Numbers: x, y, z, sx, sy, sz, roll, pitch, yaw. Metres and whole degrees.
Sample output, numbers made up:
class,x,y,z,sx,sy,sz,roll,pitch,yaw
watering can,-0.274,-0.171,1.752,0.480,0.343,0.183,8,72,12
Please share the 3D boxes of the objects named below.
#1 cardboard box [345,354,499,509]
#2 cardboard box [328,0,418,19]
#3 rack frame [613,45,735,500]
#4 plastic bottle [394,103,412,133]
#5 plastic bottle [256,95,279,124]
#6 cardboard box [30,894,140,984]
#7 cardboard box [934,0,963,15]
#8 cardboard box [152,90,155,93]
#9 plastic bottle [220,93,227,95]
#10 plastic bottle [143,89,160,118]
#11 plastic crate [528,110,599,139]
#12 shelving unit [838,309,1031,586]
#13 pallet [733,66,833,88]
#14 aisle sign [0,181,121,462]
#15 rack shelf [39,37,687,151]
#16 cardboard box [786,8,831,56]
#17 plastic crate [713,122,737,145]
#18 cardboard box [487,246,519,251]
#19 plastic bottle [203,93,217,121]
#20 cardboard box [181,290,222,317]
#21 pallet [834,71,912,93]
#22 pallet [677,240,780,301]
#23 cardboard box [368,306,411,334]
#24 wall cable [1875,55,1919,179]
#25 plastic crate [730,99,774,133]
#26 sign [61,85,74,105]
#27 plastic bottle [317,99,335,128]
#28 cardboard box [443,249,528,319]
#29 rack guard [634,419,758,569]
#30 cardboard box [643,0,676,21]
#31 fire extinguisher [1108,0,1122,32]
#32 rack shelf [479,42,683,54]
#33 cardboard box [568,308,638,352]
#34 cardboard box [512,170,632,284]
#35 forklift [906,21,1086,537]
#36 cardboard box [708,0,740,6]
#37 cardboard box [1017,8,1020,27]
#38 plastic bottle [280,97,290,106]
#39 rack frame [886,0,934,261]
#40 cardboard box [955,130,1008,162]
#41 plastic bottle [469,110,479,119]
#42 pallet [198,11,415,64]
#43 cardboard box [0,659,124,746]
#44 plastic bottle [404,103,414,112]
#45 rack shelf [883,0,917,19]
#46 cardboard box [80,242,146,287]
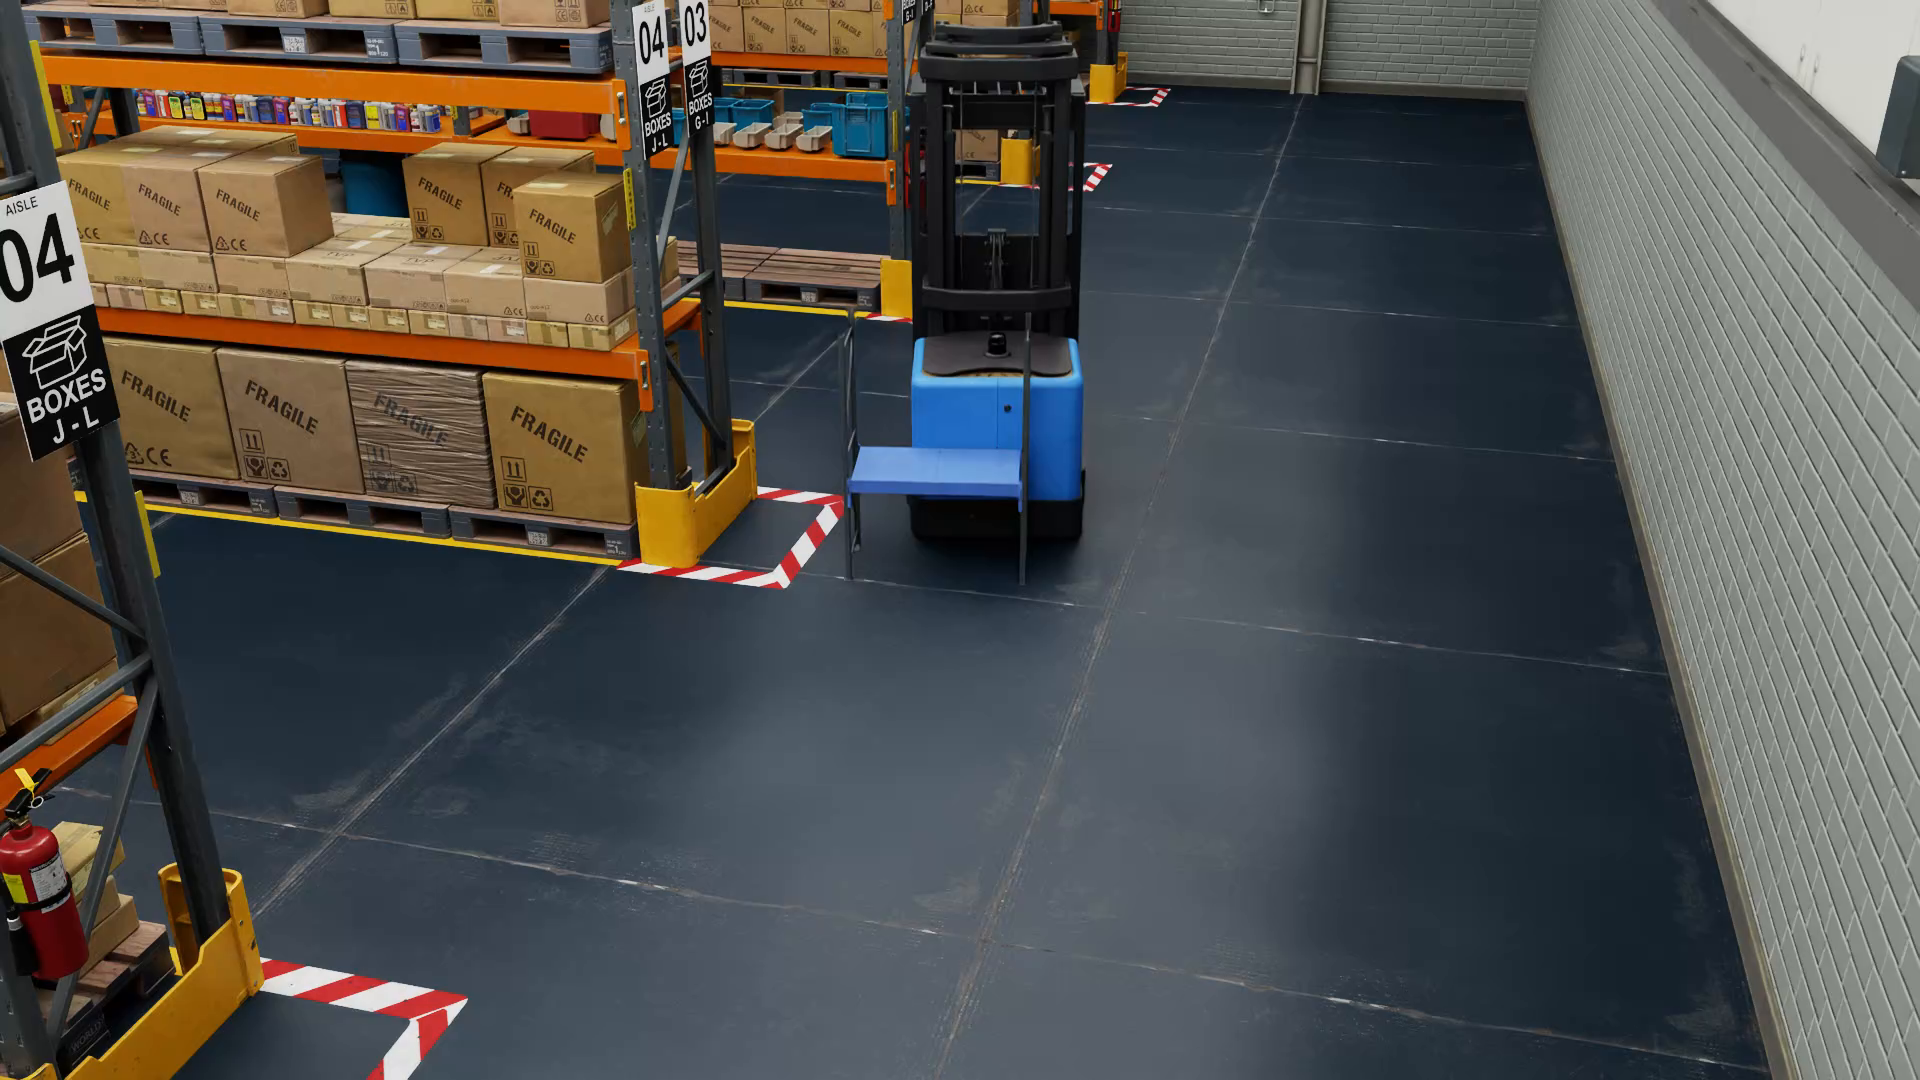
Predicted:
class,x,y,z,sx,sy,sz,roll,pitch,yaw
cardboard box,-3.162,-0.805,10.435,0.875,0.875,0.875,6,26,13
cardboard box,-3.185,-3.255,9.388,0.500,0.500,0.700,5,26,9
rack frame,-1.641,-1.442,9.790,0.127,3.000,1.000,6,26,13
plastic bottle,-4.979,-3.793,14.863,0.133,0.283,0.061,6,26,13
plastic bottle,-6.319,-3.990,15.199,0.185,0.351,0.144,6,26,13
cardboard box,-3.401,1.520,6.395,0.250,0.149,0.380,7,26,14
cardboard box,-0.159,-6.049,18.187,0.500,0.500,0.500,7,26,14
cardboard box,-9.970,-5.848,21.102,0.500,0.311,0.500,6,26,12
plastic bottle,-7.138,-4.371,16.092,0.097,0.271,0.097,0,25,0
plastic bottle,-7.509,-4.073,15.451,0.133,0.283,0.061,6,26,13
plastic crate,-3.479,-3.788,14.574,0.583,0.464,0.402,6,26,13
shelving unit,-0.130,-0.527,9.610,1.048,1.500,0.538,1,26,3
pallet,-2.580,-6.849,24.390,1.213,0.211,1.003,6,26,13
aisle sign,-2.828,-0.679,5.162,0.004,0.787,0.394,6,26,13
rack shelf,-3.577,-2.686,9.749,4.000,0.370,1.077,6,26,13
cardboard box,-1.637,-5.763,18.750,0.500,0.500,0.500,6,26,13
plastic crate,-2.086,-3.505,14.359,0.250,0.136,0.298,6,26,13
cardboard box,-2.543,-1.725,10.213,0.500,0.250,0.500,6,26,12
plastic bottle,-6.910,-4.009,15.331,0.097,0.271,0.097,0,25,0
cardboard box,-4.546,-1.503,10.210,0.250,0.149,0.380,6,26,12
pallet,-1.097,-6.684,24.043,1.213,0.211,1.003,6,26,13
pallet,-2.374,-2.481,15.216,1.213,0.211,1.003,6,26,13
cardboard box,-3.308,-1.366,9.922,0.250,0.149,0.380,6,26,13
wall cable,2.977,-3.563,3.523,0.120,5.999,2.277,6,26,13
plastic crate,-1.839,-3.760,14.783,0.300,0.233,0.416,6,26,13
sign,-8.285,-4.205,15.402,0.005,0.325,0.100,6,26,13
plastic bottle,-5.716,-3.892,15.079,0.135,0.276,0.152,6,26,13
cardboard box,-2.667,-1.505,9.750,0.500,0.250,0.500,6,26,12
rack guard,-1.617,-0.311,10.322,0.348,0.500,1.175,6,26,13
cardboard box,-3.447,-6.373,19.541,0.500,0.500,0.700,-2,26,-5
fire extinguisher,2.092,-7.217,22.443,0.183,0.674,0.296,6,26,13
rack shelf,-4.981,-5.883,19.955,4.000,0.370,1.077,6,26,13
cardboard box,-2.067,-1.230,9.636,0.250,0.149,0.380,7,26,14
cardboard box,-2.178,-1.790,9.477,0.500,0.500,0.500,7,26,14
forklift,0.233,-1.929,10.891,1.130,2.935,3.031,0,25,0
cardboard box,-2.657,-6.323,18.762,0.500,0.500,0.500,7,26,14
cardboard box,0.466,-5.768,18.760,0.500,0.500,0.500,7,26,14
plastic bottle,-6.173,-3.955,15.217,0.097,0.271,0.097,0,25,0
rack frame,-0.407,-3.504,14.121,0.127,3.000,1.000,6,26,13
cardboard box,0.242,-4.592,18.801,0.500,0.500,0.500,6,26,13
plastic bottle,-4.580,-4.087,15.403,0.185,0.351,0.144,6,26,13
pallet,-3.547,-2.961,9.594,1.213,0.211,1.003,6,26,13
cardboard box,-3.206,0.554,5.889,0.250,0.149,0.380,6,26,13
plastic bottle,-5.188,-4.124,15.654,0.097,0.201,0.097,0,25,0
rack shelf,-2.344,-4.748,14.080,4.000,0.370,1.077,6,26,13
cardboard box,-5.125,-1.778,10.323,0.500,0.250,0.500,6,26,12
